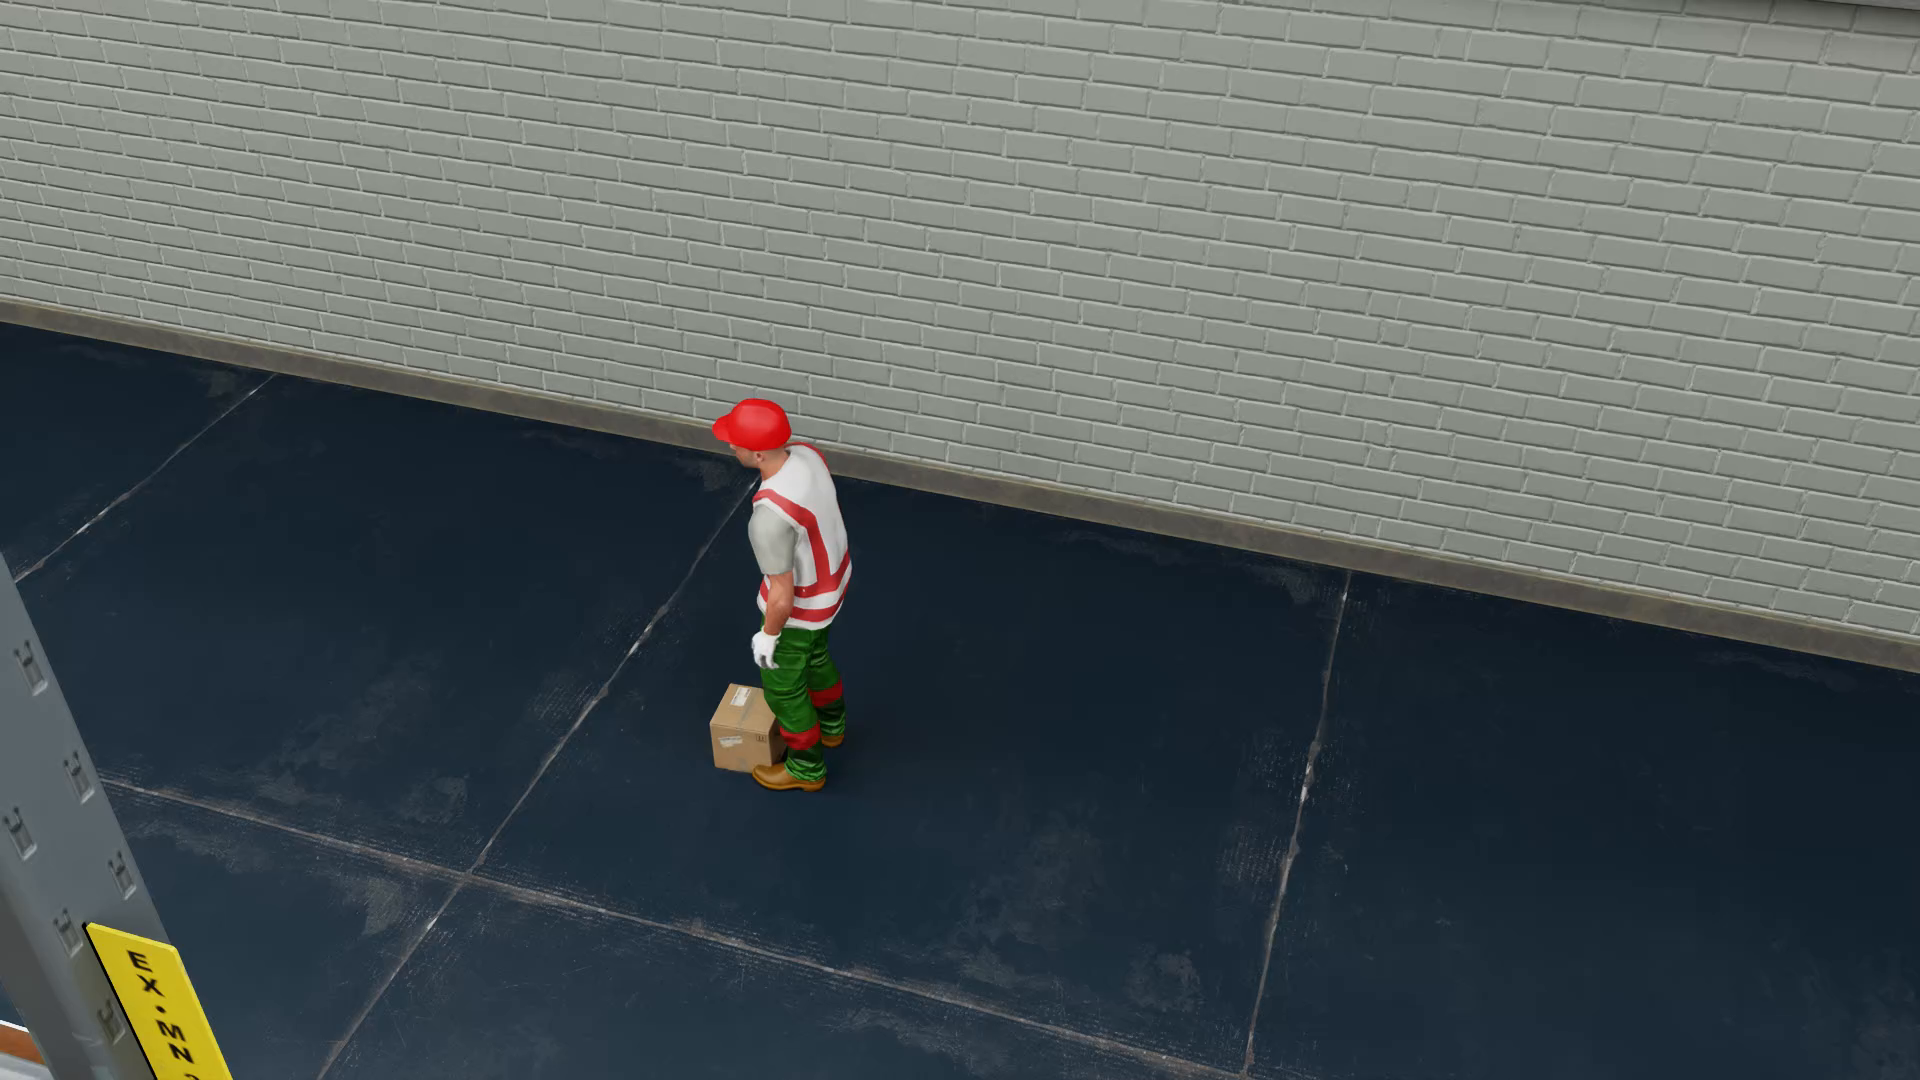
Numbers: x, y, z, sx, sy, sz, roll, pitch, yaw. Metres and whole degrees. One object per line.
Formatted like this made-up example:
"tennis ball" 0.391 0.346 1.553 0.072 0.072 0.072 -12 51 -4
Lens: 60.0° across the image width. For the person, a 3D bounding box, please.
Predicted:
"person" -0.648 0.219 6.344 0.452 1.778 0.613 8 38 11
